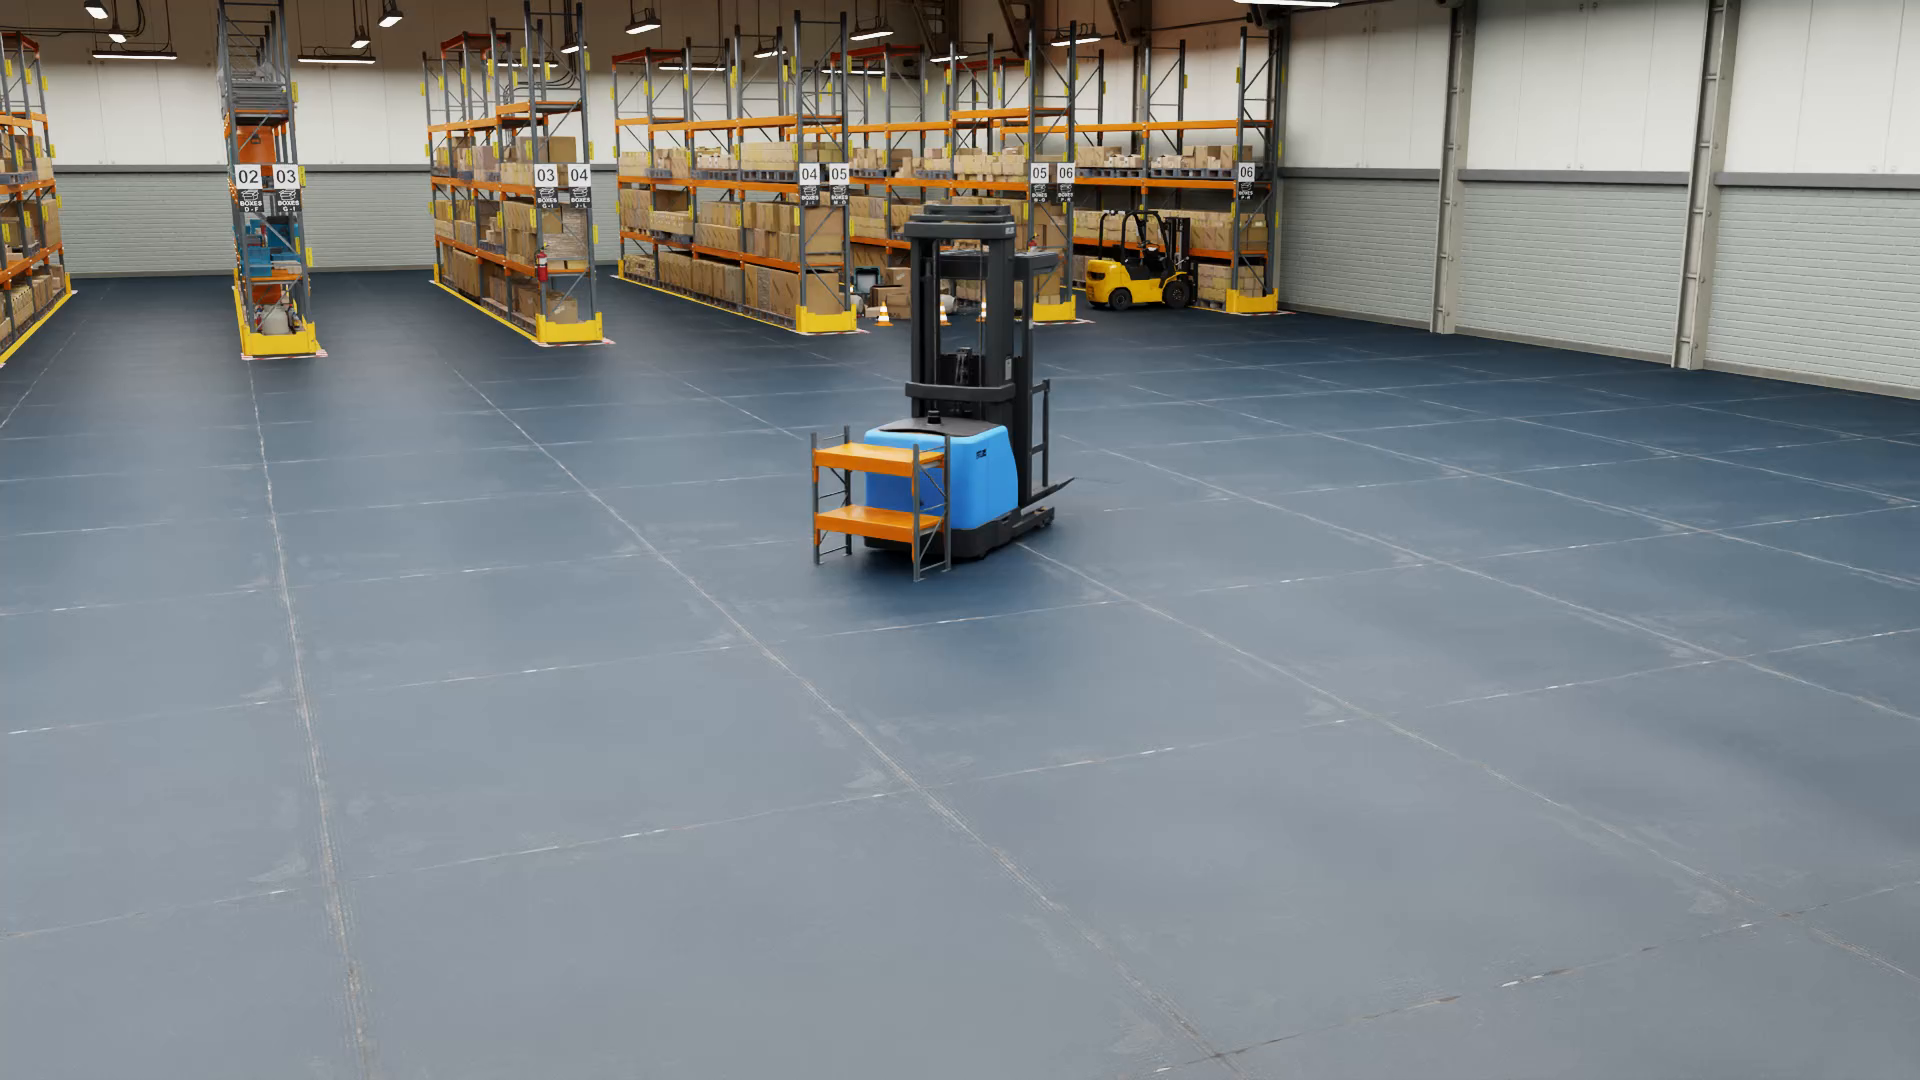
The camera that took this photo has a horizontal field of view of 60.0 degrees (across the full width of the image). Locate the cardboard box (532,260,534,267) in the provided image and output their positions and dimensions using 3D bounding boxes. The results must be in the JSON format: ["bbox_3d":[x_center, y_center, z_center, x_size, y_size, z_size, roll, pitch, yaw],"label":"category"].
[{"bbox_3d":[-7.851,-5.224,31.346,0.380,0.149,0.250,-6,14,-23],"label":"cardboard box"}]

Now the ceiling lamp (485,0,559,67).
[{"bbox_3d":[-12.376,-15.010,46.822,2.000,3.185,0.800,-6,14,-23],"label":"ceiling lamp"}]

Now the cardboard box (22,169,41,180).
[{"bbox_3d":[-21.069,-8.251,37.547,0.500,0.250,0.500,-6,14,-23],"label":"cardboard box"}]

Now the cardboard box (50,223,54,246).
[{"bbox_3d":[-21.461,-7.127,38.791,0.500,0.500,0.500,-6,14,-23],"label":"cardboard box"}]

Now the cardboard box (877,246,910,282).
[{"bbox_3d":[-1.540,-7.022,42.338,0.875,0.875,0.875,-6,14,-23],"label":"cardboard box"}]

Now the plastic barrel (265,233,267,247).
[{"bbox_3d":[-13.832,-5.969,33.705,0.433,0.535,0.433,0,13,0],"label":"plastic barrel"}]

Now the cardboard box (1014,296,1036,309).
[{"bbox_3d":[1.285,-5.062,35.256,0.500,0.250,0.500,-6,14,-23],"label":"cardboard box"}]

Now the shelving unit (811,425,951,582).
[{"bbox_3d":[-0.654,-0.319,13.752,1.048,1.125,0.538,8,15,32],"label":"shelving unit"}]

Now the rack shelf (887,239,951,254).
[{"bbox_3d":[-0.539,-6.939,39.793,1.077,0.370,4.000,-6,14,-23],"label":"rack shelf"}]

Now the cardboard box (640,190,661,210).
[{"bbox_3d":[-8.085,-8.921,43.661,0.500,0.500,0.500,-6,14,-25],"label":"cardboard box"}]

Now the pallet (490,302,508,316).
[{"bbox_3d":[-9.623,-5.035,36.158,1.003,0.211,1.213,-6,14,-23],"label":"pallet"}]

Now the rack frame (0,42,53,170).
[{"bbox_3d":[-22.703,-10.489,40.232,1.000,3.000,0.127,-6,14,-23],"label":"rack frame"}]

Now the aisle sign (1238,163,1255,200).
[{"bbox_3d":[6.169,-7.725,35.830,0.394,0.787,0.004,-6,14,-23],"label":"aisle sign"}]

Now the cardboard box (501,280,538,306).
[{"bbox_3d":[-9.442,-5.322,35.780,0.700,0.500,0.500,-7,15,-28],"label":"cardboard box"}]

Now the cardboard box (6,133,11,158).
[{"bbox_3d":[-20.076,-8.212,34.607,0.500,0.500,0.500,-6,14,-23],"label":"cardboard box"}]

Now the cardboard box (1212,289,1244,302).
[{"bbox_3d":[5.934,-5.432,36.855,0.500,0.250,0.500,-6,14,-23],"label":"cardboard box"}]

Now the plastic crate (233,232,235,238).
[{"bbox_3d":[-18.041,-7.619,41.588,0.250,0.136,0.298,-6,14,-23],"label":"plastic crate"}]

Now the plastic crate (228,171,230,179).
[{"bbox_3d":[-17.007,-8.605,39.213,0.450,0.188,0.662,-6,14,-23],"label":"plastic crate"}]

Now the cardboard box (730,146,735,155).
[{"bbox_3d":[-4.882,-8.664,37.624,0.500,0.500,0.500,-6,14,-23],"label":"cardboard box"}]

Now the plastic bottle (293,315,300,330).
[{"bbox_3d":[-12.194,-3.995,30.553,0.097,0.271,0.097,0,13,0],"label":"plastic bottle"}]

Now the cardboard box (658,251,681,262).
[{"bbox_3d":[-7.383,-7.236,42.433,0.500,0.250,0.500,-6,14,-25],"label":"cardboard box"}]

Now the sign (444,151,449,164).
[{"bbox_3d":[-12.530,-9.335,40.577,0.100,0.325,0.005,-6,14,-23],"label":"sign"}]

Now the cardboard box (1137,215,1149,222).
[{"bbox_3d":[4.469,-7.740,40.001,0.380,0.149,0.250,-5,14,-21],"label":"cardboard box"}]

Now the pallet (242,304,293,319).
[{"bbox_3d":[-14.683,-4.838,35.304,1.003,0.211,1.213,-6,14,-23],"label":"pallet"}]

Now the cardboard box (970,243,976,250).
[{"bbox_3d":[0.445,-6.506,36.883,0.380,0.149,0.250,-5,14,-21],"label":"cardboard box"}]

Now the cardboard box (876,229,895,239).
[{"bbox_3d":[-1.780,-7.710,41.864,0.500,0.250,0.500,-6,14,-25],"label":"cardboard box"}]

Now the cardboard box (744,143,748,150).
[{"bbox_3d":[-4.295,-8.230,34.761,0.380,0.149,0.250,-6,14,-23],"label":"cardboard box"}]

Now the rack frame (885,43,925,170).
[{"bbox_3d":[-1.340,-10.625,40.820,1.000,3.000,0.127,-6,14,-23],"label":"rack frame"}]

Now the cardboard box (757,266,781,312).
[{"bbox_3d":[-3.680,-5.255,34.705,0.875,0.875,0.875,-6,14,-23],"label":"cardboard box"}]

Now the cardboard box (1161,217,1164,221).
[{"bbox_3d":[4.931,-7.495,38.943,0.380,0.149,0.250,-6,14,-23],"label":"cardboard box"}]

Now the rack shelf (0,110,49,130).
[{"bbox_3d":[-21.902,-9.723,38.528,1.077,0.370,4.000,-6,14,-23],"label":"rack shelf"}]

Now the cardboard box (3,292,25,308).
[{"bbox_3d":[-18.450,-4.650,32.234,0.500,0.311,0.500,-5,14,-21],"label":"cardboard box"}]

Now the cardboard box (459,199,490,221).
[{"bbox_3d":[-11.759,-8.040,40.509,0.797,0.503,0.637,-6,14,-24],"label":"cardboard box"}]

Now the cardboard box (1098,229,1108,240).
[{"bbox_3d":[3.777,-7.647,41.591,0.500,0.250,0.500,-5,14,-21],"label":"cardboard box"}]

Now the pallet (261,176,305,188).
[{"bbox_3d":[-11.995,-6.256,29.015,1.003,0.211,1.213,-6,14,-23],"label":"pallet"}]

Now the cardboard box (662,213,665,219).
[{"bbox_3d":[-7.182,-8.043,41.275,0.380,0.149,0.250,-5,14,-21],"label":"cardboard box"}]

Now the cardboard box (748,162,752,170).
[{"bbox_3d":[-4.194,-7.789,34.624,0.380,0.149,0.250,-6,14,-23],"label":"cardboard box"}]

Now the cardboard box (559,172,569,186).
[{"bbox_3d":[-7.171,-6.666,30.698,0.500,0.250,0.500,-5,14,-21],"label":"cardboard box"}]

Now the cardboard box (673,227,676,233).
[{"bbox_3d":[-6.751,-7.533,40.393,0.380,0.149,0.250,-6,14,-24],"label":"cardboard box"}]

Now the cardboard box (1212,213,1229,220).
[{"bbox_3d":[5.818,-7.163,36.847,0.380,0.149,0.250,-5,14,-22],"label":"cardboard box"}]

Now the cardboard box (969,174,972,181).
[{"bbox_3d":[0.417,-8.028,36.809,0.380,0.149,0.250,-6,14,-23],"label":"cardboard box"}]

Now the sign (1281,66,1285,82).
[{"bbox_3d":[6.923,-10.002,35.707,0.100,0.325,0.005,-6,14,-23],"label":"sign"}]

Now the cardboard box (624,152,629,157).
[{"bbox_3d":[-8.894,-10.459,45.093,0.380,0.149,0.250,-5,14,-22],"label":"cardboard box"}]

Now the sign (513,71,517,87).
[{"bbox_3d":[-9.927,-10.275,37.059,0.100,0.325,0.005,-6,14,-23],"label":"sign"}]

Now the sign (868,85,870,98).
[{"bbox_3d":[-2.450,-11.997,44.499,0.100,0.325,0.005,-6,14,-23],"label":"sign"}]

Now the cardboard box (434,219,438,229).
[{"bbox_3d":[-13.680,-8.408,44.220,0.500,0.250,0.500,-6,14,-24],"label":"cardboard box"}]

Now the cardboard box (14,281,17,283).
[{"bbox_3d":[-20.511,-5.297,35.670,0.500,0.500,0.500,-6,14,-25],"label":"cardboard box"}]

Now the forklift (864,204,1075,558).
[{"bbox_3d":[0.231,-1.565,15.131,1.130,2.935,3.031,6,14,23],"label":"forklift"}]

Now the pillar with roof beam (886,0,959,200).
[{"bbox_3d":[-4.196,-12.977,50.981,9.100,9.000,0.548,-6,14,-23],"label":"pillar with roof beam"}]

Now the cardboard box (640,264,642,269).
[{"bbox_3d":[-8.484,-7.451,45.141,0.380,0.149,0.250,-5,14,-20],"label":"cardboard box"}]

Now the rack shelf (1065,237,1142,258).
[{"bbox_3d":[4.008,-7.388,41.733,1.077,0.370,4.000,-6,14,-23],"label":"rack shelf"}]

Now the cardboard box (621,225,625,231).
[{"bbox_3d":[-9.210,-8.668,46.227,0.380,0.149,0.250,-6,14,-23],"label":"cardboard box"}]

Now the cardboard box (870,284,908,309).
[{"bbox_3d":[-1.541,-5.226,36.033,0.797,0.637,0.503,-6,14,-23],"label":"cardboard box"}]

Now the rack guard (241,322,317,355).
[{"bbox_3d":[-11.827,-3.501,28.887,1.175,0.500,0.348,-6,14,-23],"label":"rack guard"}]

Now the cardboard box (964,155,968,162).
[{"bbox_3d":[0.318,-8.402,36.658,0.380,0.149,0.250,-6,14,-25],"label":"cardboard box"}]

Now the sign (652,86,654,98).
[{"bbox_3d":[-8.523,-12.388,46.015,0.100,0.325,0.005,-6,14,-23],"label":"sign"}]
